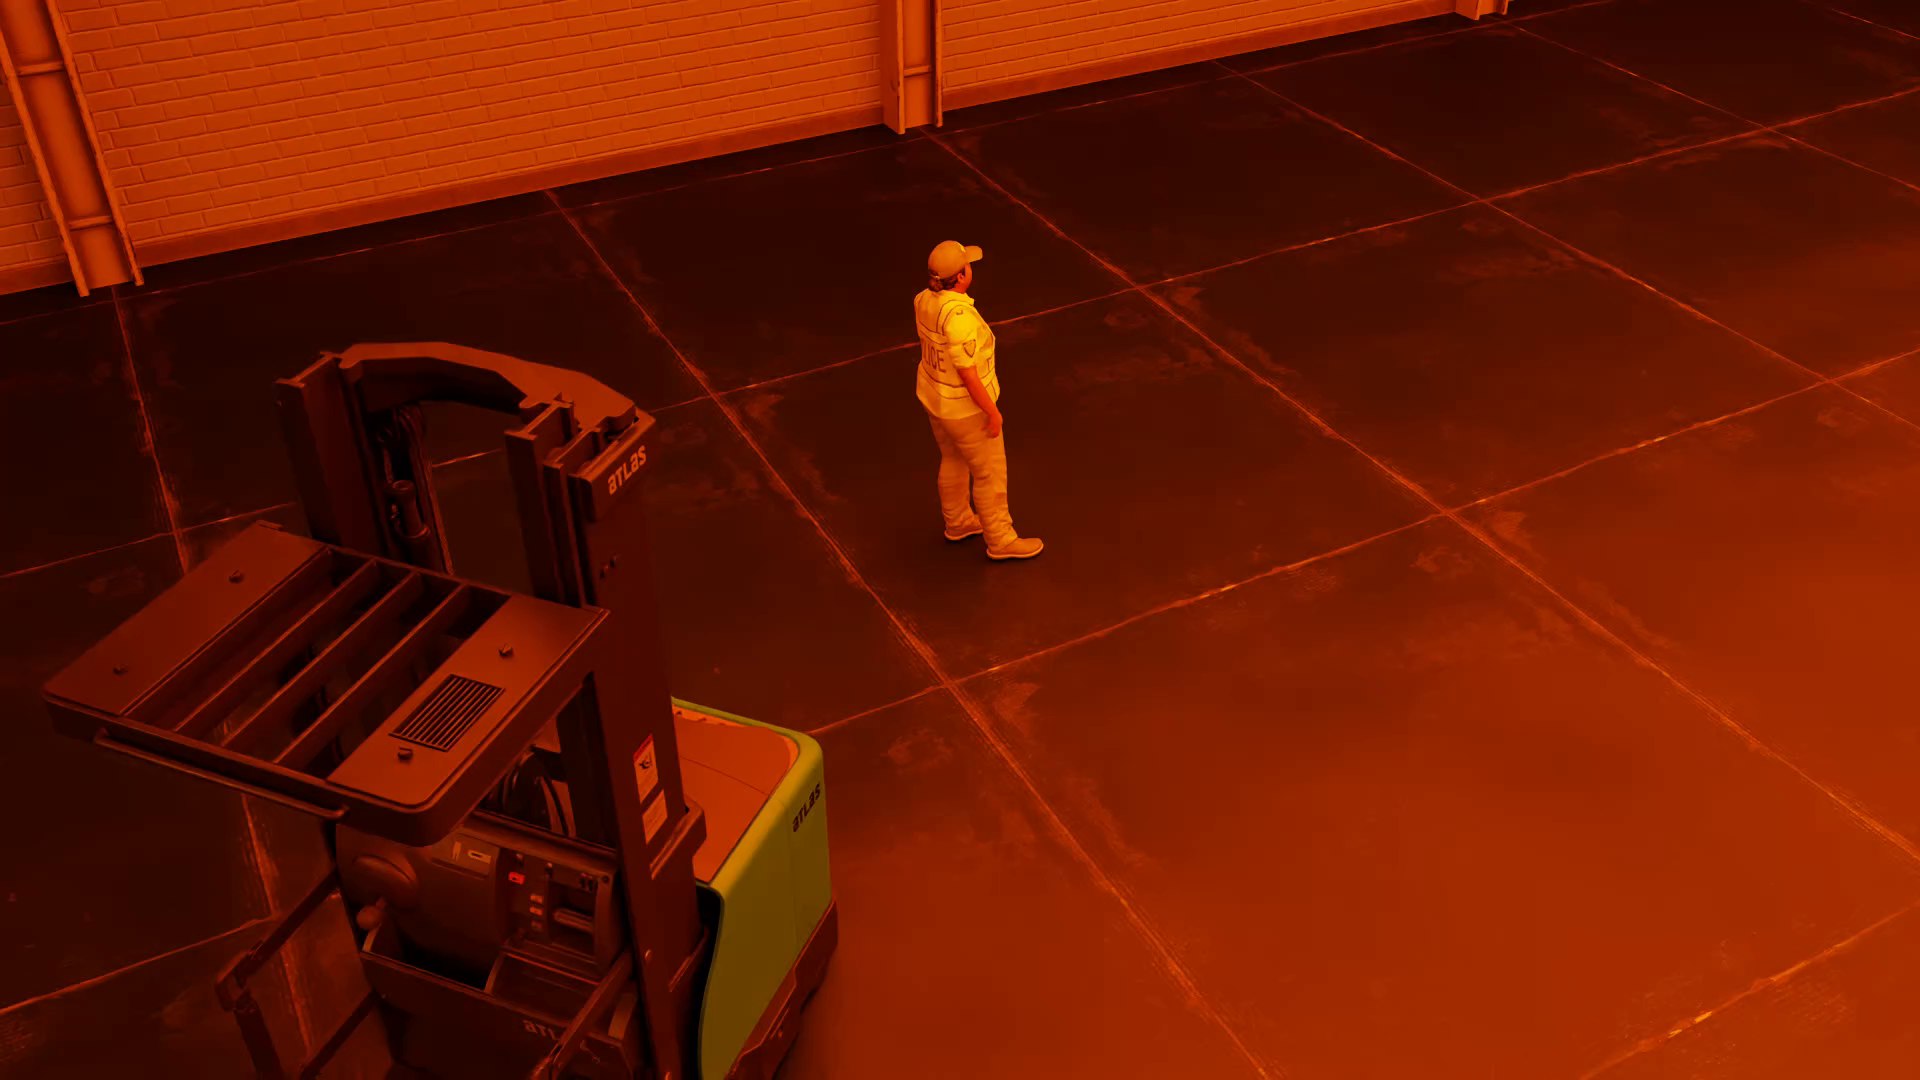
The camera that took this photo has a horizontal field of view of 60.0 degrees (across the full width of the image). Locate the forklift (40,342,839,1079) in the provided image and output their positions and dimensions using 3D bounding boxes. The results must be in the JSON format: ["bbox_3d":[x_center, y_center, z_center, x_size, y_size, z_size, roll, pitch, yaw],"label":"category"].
[{"bbox_3d":[-1.477,1.061,4.622,1.130,2.935,3.031,13,37,17],"label":"forklift"}]

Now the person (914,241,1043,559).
[{"bbox_3d":[0.078,-0.696,8.189,0.529,1.670,0.598,-17,39,-23],"label":"person"}]
